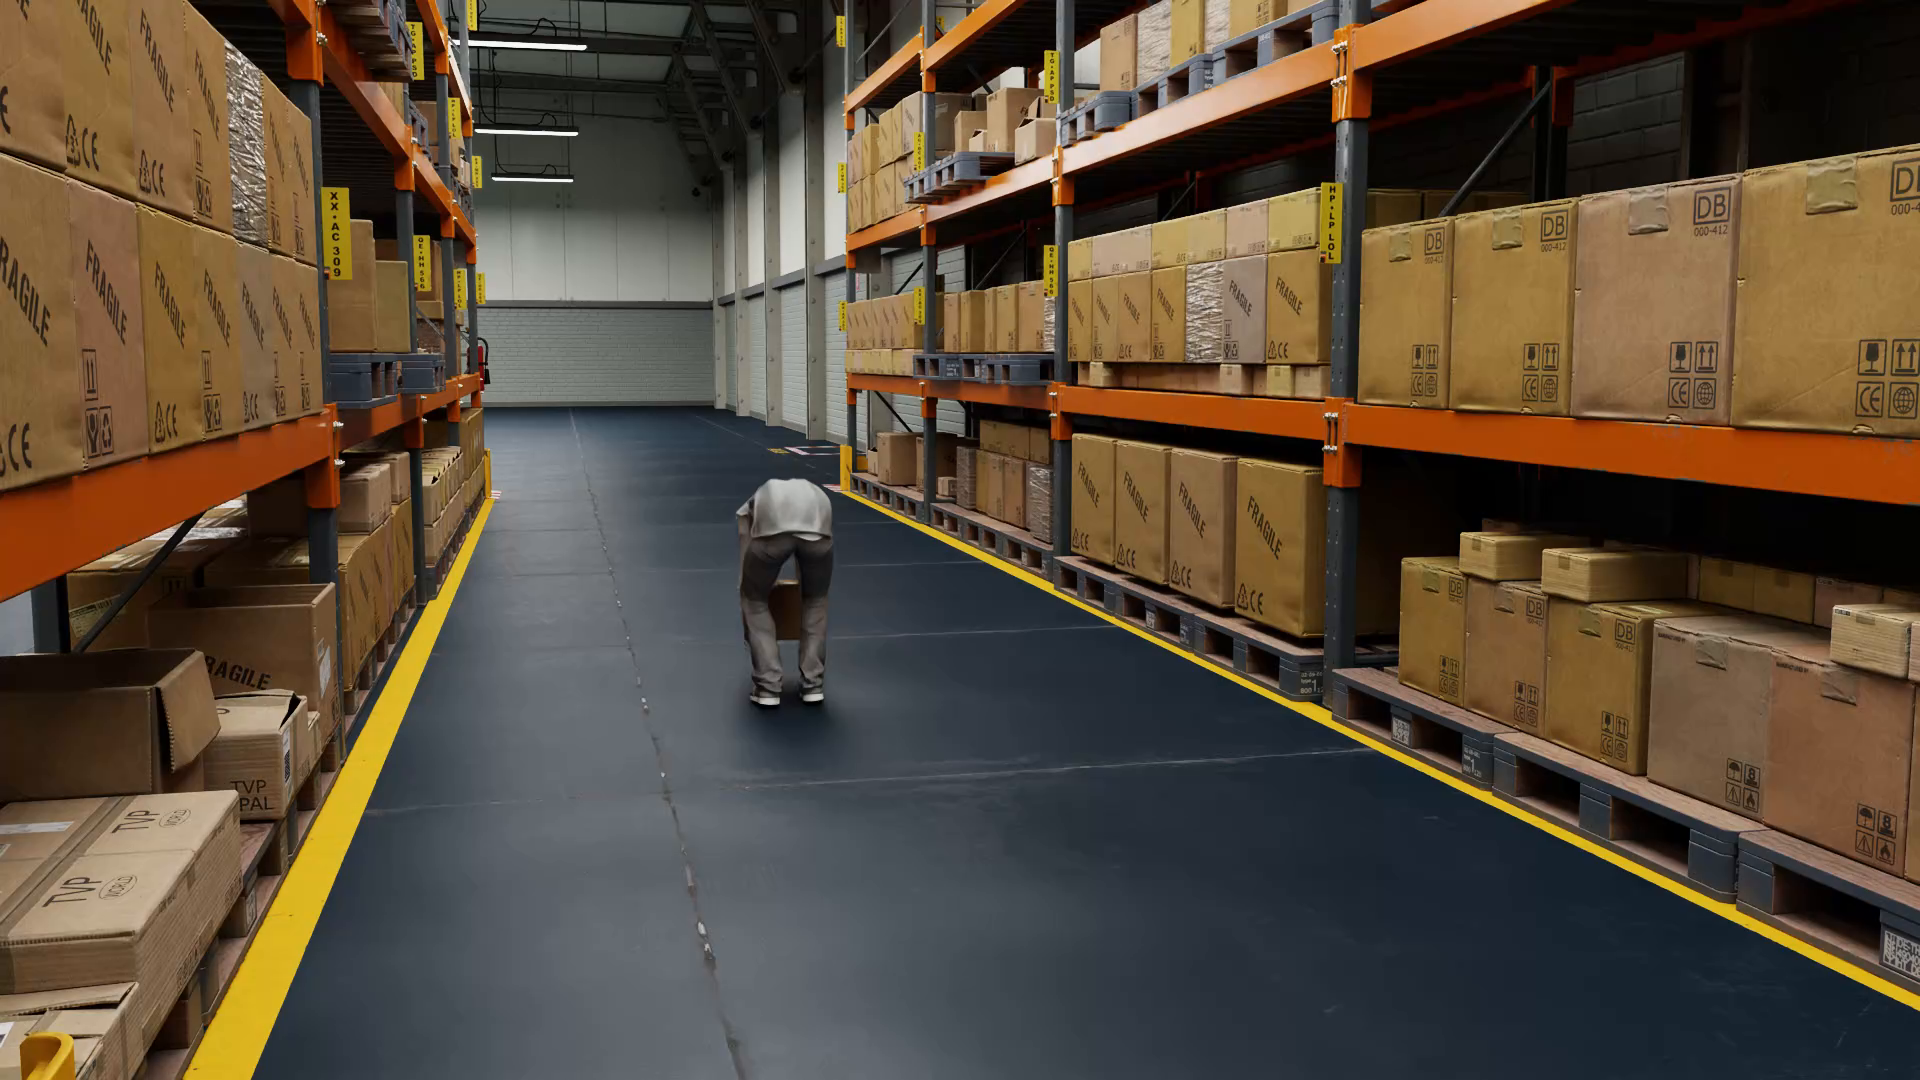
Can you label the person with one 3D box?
[{"bbox_3d":[-0.789,0.223,7.352,0.398,0.939,0.871,-2,7,-16],"label":"person"}]
